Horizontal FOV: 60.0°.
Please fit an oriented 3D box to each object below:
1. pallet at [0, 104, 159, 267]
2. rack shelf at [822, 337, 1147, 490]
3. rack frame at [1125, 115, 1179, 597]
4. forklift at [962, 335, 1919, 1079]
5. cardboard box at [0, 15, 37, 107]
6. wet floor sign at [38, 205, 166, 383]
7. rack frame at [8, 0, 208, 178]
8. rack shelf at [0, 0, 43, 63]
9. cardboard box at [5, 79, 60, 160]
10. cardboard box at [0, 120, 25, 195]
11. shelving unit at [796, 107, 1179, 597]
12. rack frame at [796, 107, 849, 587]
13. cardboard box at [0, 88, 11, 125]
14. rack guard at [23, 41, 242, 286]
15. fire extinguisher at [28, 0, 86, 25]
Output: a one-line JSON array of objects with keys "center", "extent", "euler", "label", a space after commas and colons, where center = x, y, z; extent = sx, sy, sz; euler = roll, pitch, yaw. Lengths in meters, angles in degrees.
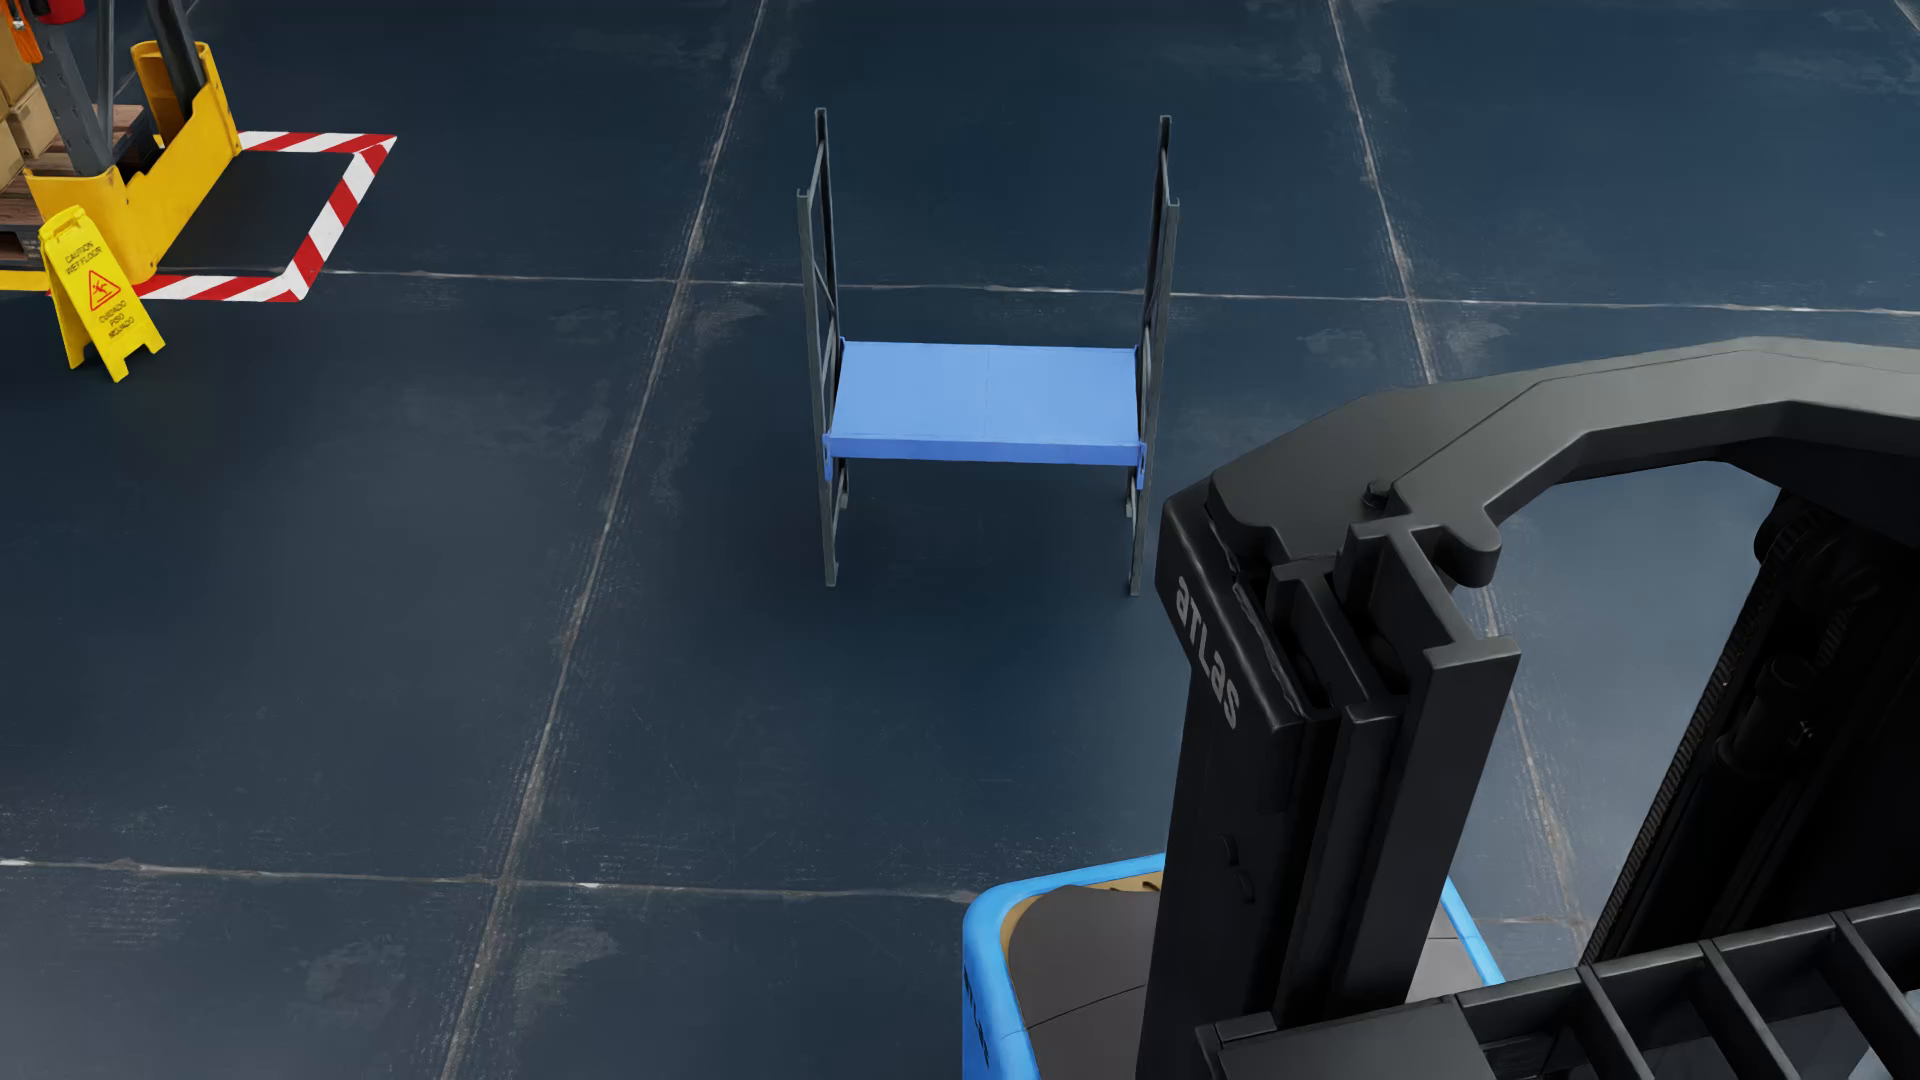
[{"center": [-4.326, -1.580, 7.291], "extent": [1.213, 0.211, 1.003], "euler": [2, 43, 2], "label": "pallet"}, {"center": [0.085, -0.415, 5.359], "extent": [1.000, 0.185, 0.538], "euler": [2, 43, 2], "label": "rack shelf"}, {"center": [0.593, -0.531, 5.219], "extent": [0.032, 1.500, 0.500], "euler": [2, 43, 2], "label": "rack frame"}, {"center": [0.821, 1.338, 2.163], "extent": [1.130, 2.935, 3.031], "euler": [-9, 44, -10], "label": "forklift"}, {"center": [-4.258, -2.184, 7.053], "extent": [0.500, 0.500, 0.500], "euler": [0, 43, 0], "label": "cardboard box"}, {"center": [-3.299, -0.953, 6.300], "extent": [0.232, 0.644, 0.267], "euler": [16, 45, 16], "label": "wet floor sign"}, {"center": [-3.440, -2.549, 6.286], "extent": [0.127, 3.000, 1.000], "euler": [2, 43, 2], "label": "rack frame"}, {"center": [-5.438, -2.347, 6.597], "extent": [4.000, 0.370, 1.077], "euler": [2, 43, 2], "label": "rack shelf"}, {"center": [-4.234, -1.910, 7.308], "extent": [0.500, 0.250, 0.500], "euler": [1, 43, 2], "label": "cardboard box"}, {"center": [-4.284, -1.539, 6.910], "extent": [0.500, 0.250, 0.500], "euler": [2, 43, 2], "label": "cardboard box"}, {"center": [0.085, -0.546, 5.236], "extent": [1.048, 1.500, 0.538], "euler": [2, 43, 2], "label": "shelving unit"}, {"center": [-0.423, -0.562, 5.253], "extent": [0.032, 1.500, 0.500], "euler": [2, 43, 2], "label": "rack frame"}, {"center": [-4.253, -1.818, 6.660], "extent": [0.500, 0.500, 0.500], "euler": [2, 43, 2], "label": "cardboard box"}, {"center": [-3.516, -1.637, 7.140], "extent": [0.348, 0.500, 1.175], "euler": [2, 43, 2], "label": "rack guard"}, {"center": [-3.347, -2.203, 5.971], "extent": [0.183, 0.674, 0.296], "euler": [2, 43, 2], "label": "fire extinguisher"}]
